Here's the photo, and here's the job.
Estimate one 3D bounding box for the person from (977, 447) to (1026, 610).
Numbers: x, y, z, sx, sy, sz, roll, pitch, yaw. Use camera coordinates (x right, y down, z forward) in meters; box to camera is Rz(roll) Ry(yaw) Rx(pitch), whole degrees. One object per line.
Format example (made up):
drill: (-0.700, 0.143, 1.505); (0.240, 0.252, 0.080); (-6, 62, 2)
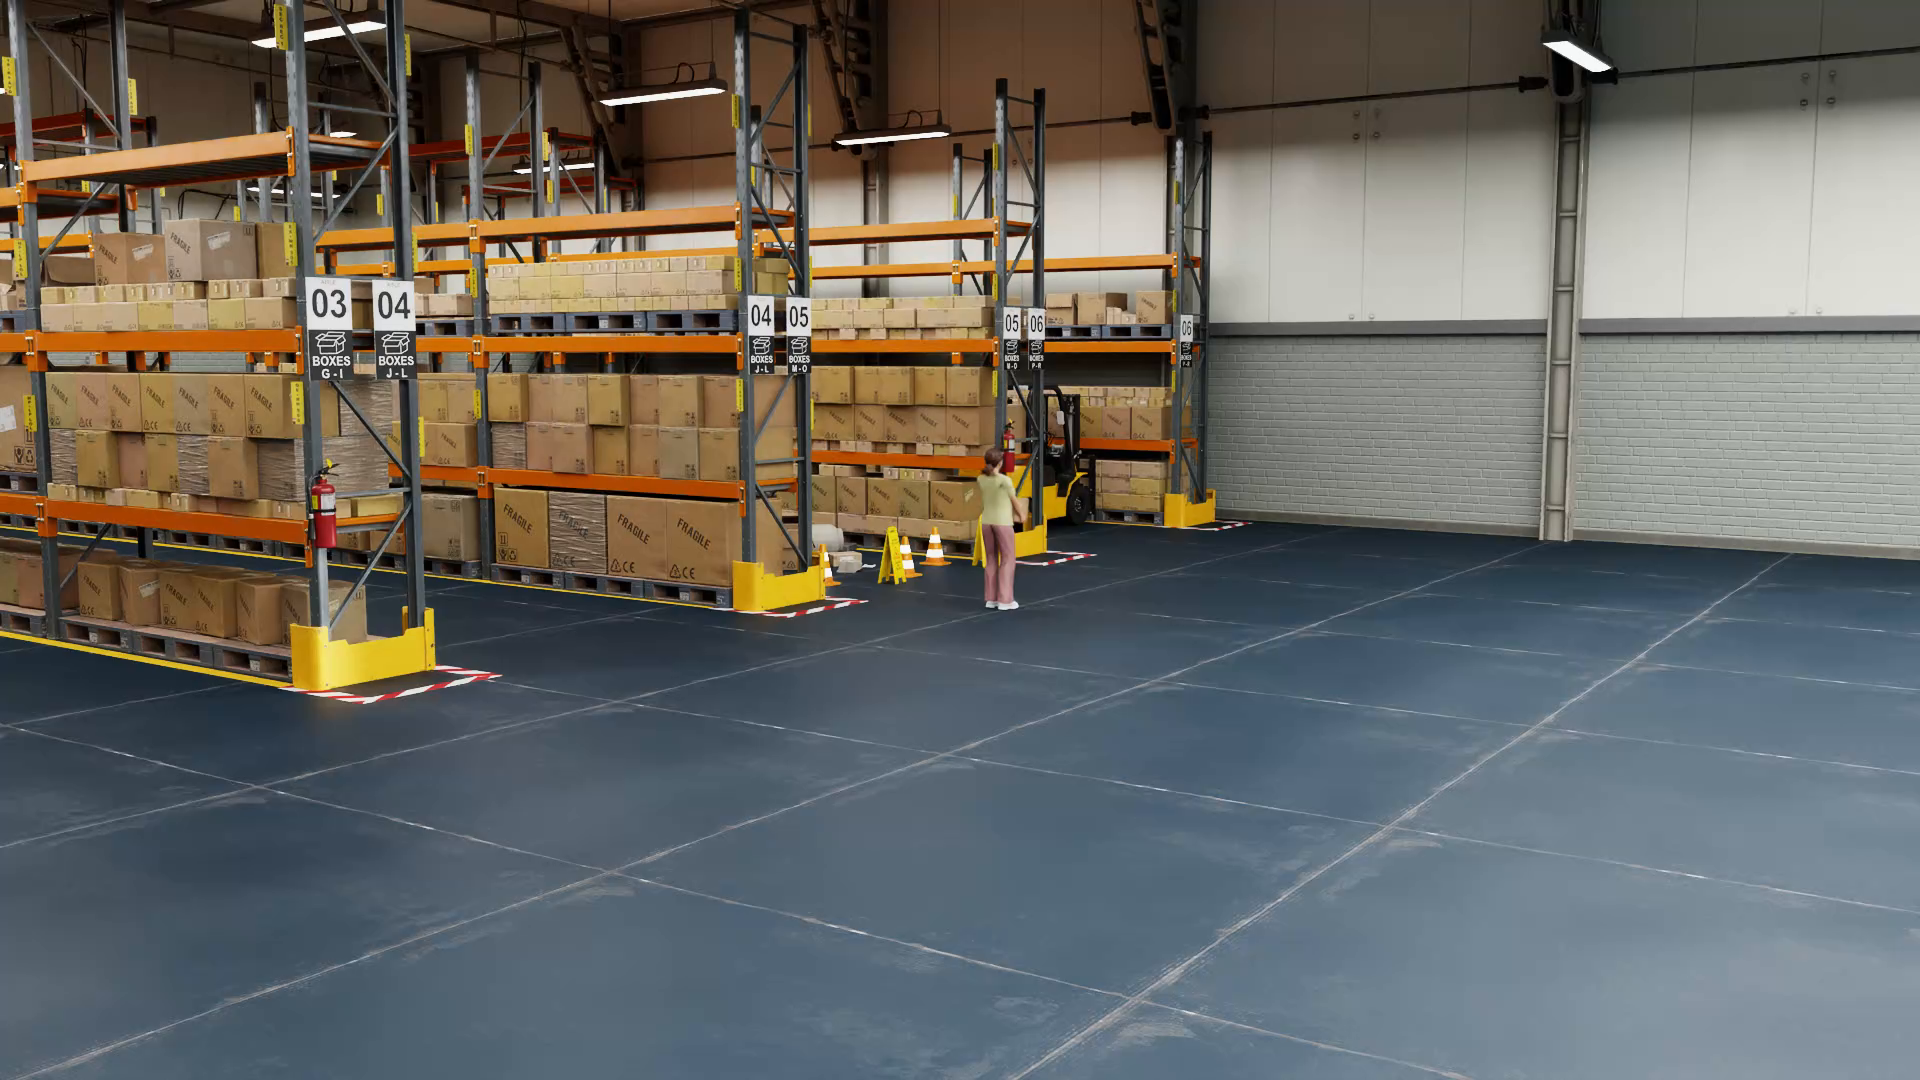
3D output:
person: (0.420, -0.125, 17.143); (0.426, 1.667, 0.544); (4, 8, 34)
